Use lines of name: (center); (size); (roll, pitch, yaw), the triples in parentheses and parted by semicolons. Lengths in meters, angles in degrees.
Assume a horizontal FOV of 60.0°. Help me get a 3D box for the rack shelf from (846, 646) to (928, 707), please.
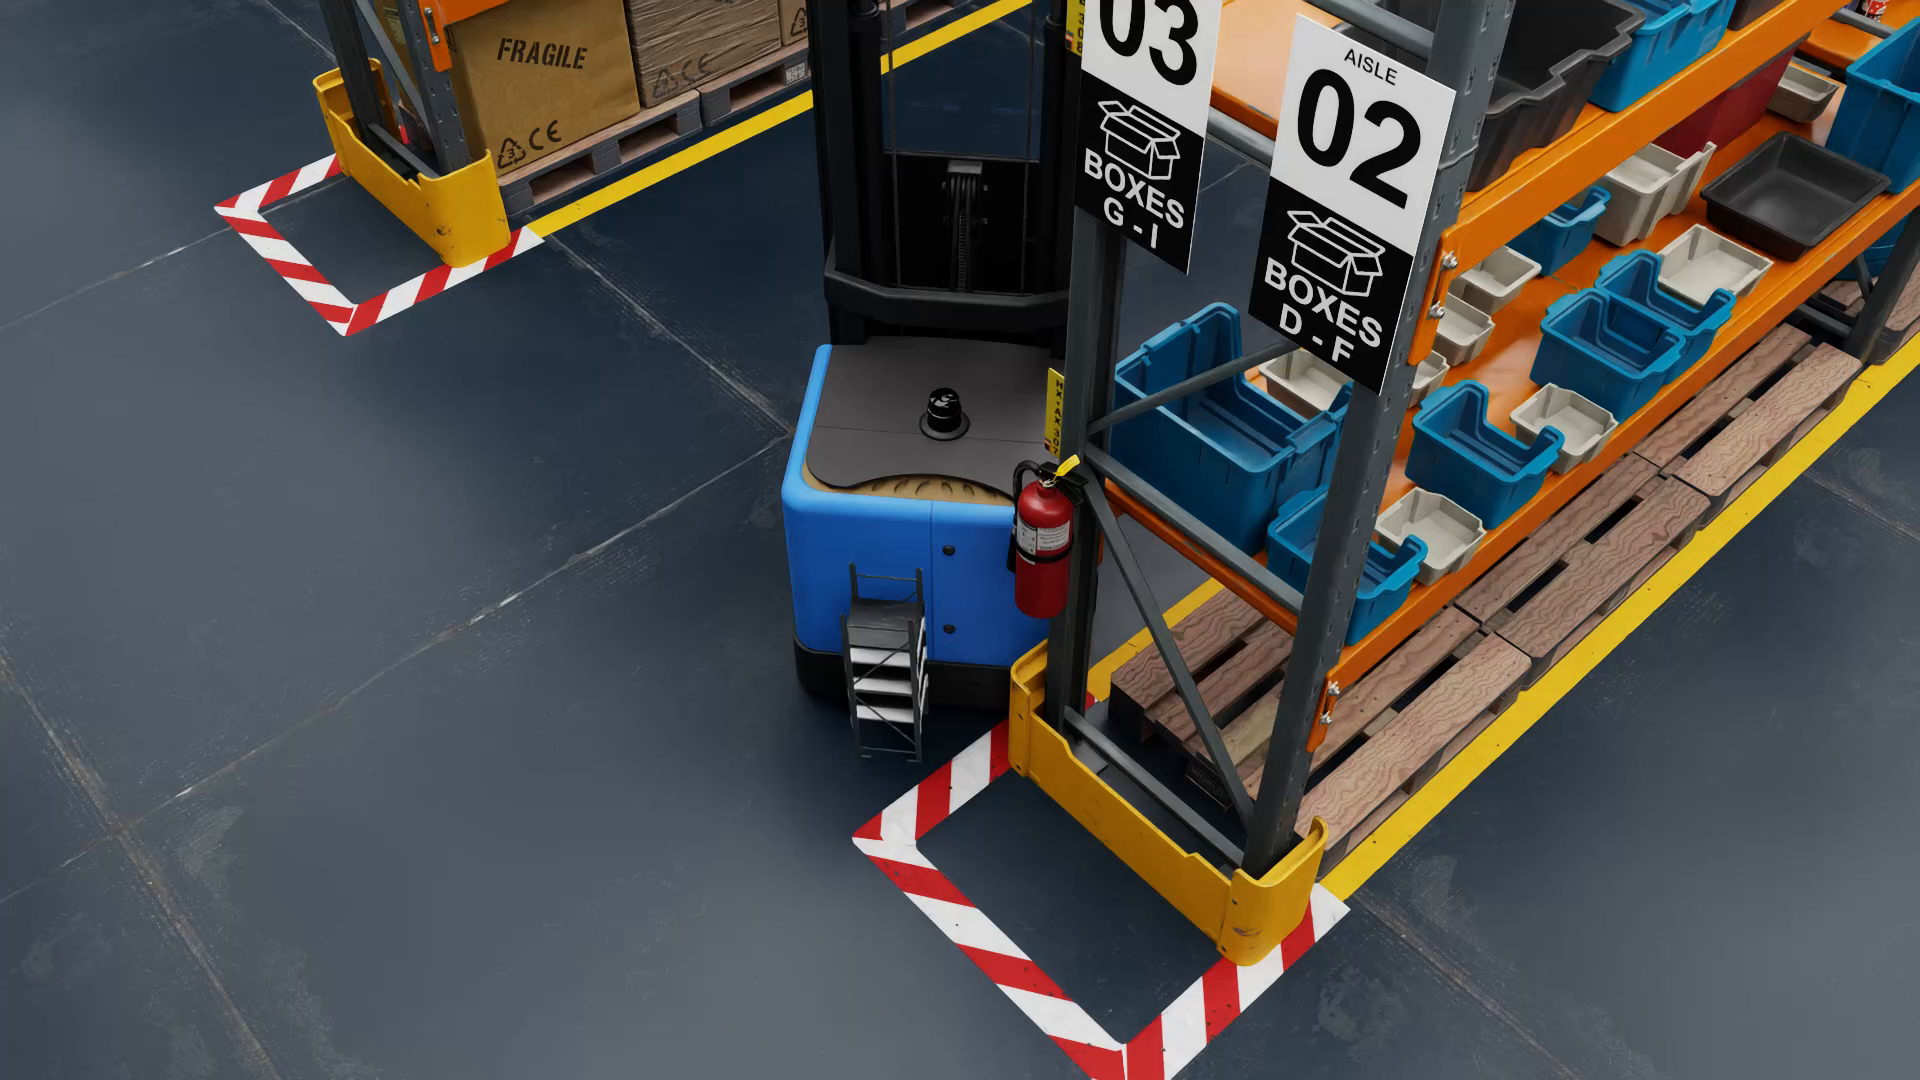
rack shelf: (-0.250, 0.460, 5.747); (0.258, 0.077, 0.200); (5, 53, 4)

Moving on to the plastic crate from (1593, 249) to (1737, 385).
plastic crate: (2.275, -0.724, 5.450); (0.300, 0.233, 0.416); (-34, 56, -27)

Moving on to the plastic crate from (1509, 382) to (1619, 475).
plastic crate: (1.874, -0.341, 5.162); (0.298, 0.136, 0.250); (-34, 56, -27)

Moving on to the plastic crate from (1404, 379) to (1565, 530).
plastic crate: (1.566, -0.250, 5.013); (0.300, 0.233, 0.416); (-34, 56, -27)

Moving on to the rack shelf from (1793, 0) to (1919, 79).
rack shelf: (5.114, -2.741, 7.727); (4.000, 0.370, 1.077); (-34, 56, -27)

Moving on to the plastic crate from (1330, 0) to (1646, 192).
plastic crate: (1.147, -1.030, 3.707); (0.590, 0.269, 0.497); (-34, 56, -27)

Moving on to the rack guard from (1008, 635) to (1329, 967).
rack guard: (0.666, 0.848, 5.627); (0.348, 0.500, 1.175); (-34, 56, -27)

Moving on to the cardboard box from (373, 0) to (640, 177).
cardboard box: (-2.237, -2.493, 8.170); (0.875, 0.875, 0.875); (-34, 56, -27)

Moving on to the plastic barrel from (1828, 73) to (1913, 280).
plastic barrel: (4.048, -1.686, 7.407); (0.708, 0.901, 0.600); (-34, 56, -27)

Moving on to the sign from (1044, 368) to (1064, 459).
sign: (0.293, -0.365, 4.934); (0.005, 0.325, 0.100); (-34, 56, -27)

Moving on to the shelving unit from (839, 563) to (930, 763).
shelving unit: (-0.250, 0.440, 5.721); (0.258, 0.900, 0.210); (5, 53, 4)

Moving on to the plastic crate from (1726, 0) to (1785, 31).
plastic crate: (1.990, -1.620, 4.205); (0.767, 0.338, 0.504); (-34, 56, -27)

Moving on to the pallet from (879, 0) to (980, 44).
pallet: (-0.313, -3.410, 9.753); (1.213, 0.211, 1.003); (-34, 56, -27)

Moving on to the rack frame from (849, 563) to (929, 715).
rack frame: (-0.239, 0.359, 5.782); (0.240, 0.900, 0.006); (5, 53, 4)

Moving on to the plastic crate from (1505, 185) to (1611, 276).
plastic crate: (2.022, -1.137, 5.831); (0.300, 0.233, 0.416); (-34, 56, -27)

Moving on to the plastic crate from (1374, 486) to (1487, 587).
plastic crate: (1.372, -0.006, 4.853); (0.298, 0.136, 0.250); (-34, 56, -27)

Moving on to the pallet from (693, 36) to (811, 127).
pallet: (-1.216, -2.804, 9.193); (1.213, 0.211, 1.003); (-34, 56, -27)

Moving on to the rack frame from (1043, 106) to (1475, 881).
rack frame: (0.675, -0.018, 4.726); (0.127, 3.000, 1.000); (-34, 56, -27)

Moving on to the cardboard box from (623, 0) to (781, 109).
cardboard box: (-1.564, -2.943, 8.585); (0.875, 0.875, 0.875); (-34, 56, -27)

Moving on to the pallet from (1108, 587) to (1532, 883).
pallet: (1.311, 0.541, 6.107); (1.213, 0.211, 1.003); (-34, 56, -27)

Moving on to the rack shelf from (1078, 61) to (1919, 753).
rack shelf: (2.155, -0.763, 5.903); (4.000, 0.370, 1.077); (-34, 56, -27)

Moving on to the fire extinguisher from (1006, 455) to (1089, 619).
fire extinguisher: (0.258, -0.038, 5.050); (0.183, 0.674, 0.296); (-34, 56, -27)

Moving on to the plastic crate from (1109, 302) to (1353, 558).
plastic crate: (0.797, -0.318, 4.937); (0.499, 0.435, 0.616); (-34, 56, -27)

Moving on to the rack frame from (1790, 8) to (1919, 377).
rack frame: (3.634, -1.996, 6.551); (0.127, 3.000, 1.000); (-34, 56, -27)

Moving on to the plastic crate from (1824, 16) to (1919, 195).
plastic crate: (3.518, -1.595, 6.150); (0.575, 0.384, 0.392); (-34, 56, -27)

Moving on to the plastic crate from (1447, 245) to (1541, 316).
plastic crate: (1.777, -0.894, 5.672); (0.250, 0.136, 0.298); (-34, 56, -27)

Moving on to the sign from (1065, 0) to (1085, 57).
sign: (0.293, -1.291, 3.930); (0.005, 0.325, 0.100); (-34, 56, -27)

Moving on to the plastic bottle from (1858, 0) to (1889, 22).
plastic bottle: (3.806, -2.241, 6.912); (0.097, 0.201, 0.097); (0, 47, 0)

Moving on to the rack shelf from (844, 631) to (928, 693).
rack shelf: (-0.251, 0.405, 5.675); (0.258, 0.077, 0.200); (5, 53, 4)

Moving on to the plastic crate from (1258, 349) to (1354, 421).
plastic crate: (1.156, -0.451, 5.264); (0.243, 0.136, 0.396); (-34, 56, -27)

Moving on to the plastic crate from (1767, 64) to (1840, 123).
plastic crate: (3.194, -1.774, 6.485); (0.243, 0.136, 0.396); (-34, 56, -27)

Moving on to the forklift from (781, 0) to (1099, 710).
forklift: (0.068, -1.451, 6.094); (1.130, 2.935, 3.031); (5, 47, 4)

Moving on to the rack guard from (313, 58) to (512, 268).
rack guard: (-2.675, -1.852, 8.119); (0.348, 0.500, 1.175); (-34, 56, -27)

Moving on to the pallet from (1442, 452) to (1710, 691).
pallet: (2.213, -0.059, 6.661); (1.213, 0.211, 1.003); (-34, 56, -27)

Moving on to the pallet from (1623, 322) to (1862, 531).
pallet: (3.116, -0.666, 7.221); (1.213, 0.211, 1.003); (-34, 56, -27)

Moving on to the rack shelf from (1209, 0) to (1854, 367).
rack shelf: (2.155, -1.780, 4.800); (4.000, 0.370, 1.077); (-34, 56, -27)

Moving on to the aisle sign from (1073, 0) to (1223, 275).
aisle sign: (0.425, -1.023, 3.885); (0.004, 0.787, 0.394); (-34, 56, -27)

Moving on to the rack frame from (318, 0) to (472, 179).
rack frame: (-2.657, -2.711, 7.211); (0.127, 3.000, 1.000); (-34, 56, -27)

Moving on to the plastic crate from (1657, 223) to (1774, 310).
plastic crate: (2.548, -0.902, 5.680); (0.466, 0.136, 0.293); (-34, 56, -27)

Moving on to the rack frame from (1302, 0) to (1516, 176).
rack frame: (0.675, -2.053, 2.521); (0.127, 3.000, 1.000); (-34, 56, -27)

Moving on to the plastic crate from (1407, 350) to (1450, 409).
plastic crate: (1.381, -0.586, 5.388); (0.243, 0.136, 0.396); (-34, 56, -27)

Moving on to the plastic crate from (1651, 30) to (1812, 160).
plastic crate: (2.805, -1.733, 6.224); (0.583, 0.464, 0.402); (-34, 56, -27)

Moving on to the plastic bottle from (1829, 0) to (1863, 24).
plastic bottle: (3.709, -2.324, 6.938); (0.135, 0.276, 0.152); (-34, 56, -27)

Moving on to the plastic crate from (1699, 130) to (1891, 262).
plastic crate: (2.987, -1.223, 5.984); (0.590, 0.125, 0.437); (-34, 56, -27)

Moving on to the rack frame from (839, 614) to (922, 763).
rack frame: (-0.261, 0.520, 5.660); (0.240, 0.900, 0.006); (5, 53, 4)

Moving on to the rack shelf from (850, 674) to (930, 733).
rack shelf: (-0.248, 0.569, 5.890); (0.258, 0.077, 0.200); (5, 53, 4)

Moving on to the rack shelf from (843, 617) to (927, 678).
rack shelf: (-0.252, 0.351, 5.604); (0.258, 0.077, 0.200); (5, 53, 4)

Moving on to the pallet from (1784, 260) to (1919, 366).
pallet: (4.233, -1.409, 7.907); (1.213, 0.211, 1.003); (-34, 56, -27)

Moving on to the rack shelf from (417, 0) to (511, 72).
rack shelf: (-1.177, -3.456, 8.388); (4.000, 0.370, 1.077); (-34, 56, -27)

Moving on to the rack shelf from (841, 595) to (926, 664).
rack shelf: (-0.253, 0.296, 5.532); (0.258, 0.077, 0.200); (5, 53, 4)

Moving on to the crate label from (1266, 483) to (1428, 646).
crate label: (1.079, 0.075, 4.713); (0.303, 0.233, 0.416); (-34, 56, -27)

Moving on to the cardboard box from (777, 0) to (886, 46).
cardboard box: (-0.906, -3.383, 8.991); (0.875, 0.875, 0.875); (-34, 56, -27)

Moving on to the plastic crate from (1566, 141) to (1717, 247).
plastic crate: (2.381, -1.321, 5.968); (0.530, 0.282, 0.437); (-34, 56, -27)

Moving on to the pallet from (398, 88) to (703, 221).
pallet: (-2.118, -2.204, 8.640); (1.213, 0.211, 1.003); (-34, 56, -27)

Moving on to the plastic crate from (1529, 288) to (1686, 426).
plastic crate: (2.053, -0.576, 5.313); (0.300, 0.233, 0.416); (-34, 56, -27)

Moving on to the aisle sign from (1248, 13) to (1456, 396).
aisle sign: (0.821, -0.703, 3.589); (0.004, 0.787, 0.394); (-34, 56, -27)

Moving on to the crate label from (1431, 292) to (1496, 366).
crate label: (1.570, -0.737, 5.528); (0.243, 0.136, 0.396); (-34, 56, -27)

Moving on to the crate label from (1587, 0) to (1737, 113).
crate label: (1.575, -1.265, 3.937); (0.502, 0.251, 0.408); (-34, 56, -27)

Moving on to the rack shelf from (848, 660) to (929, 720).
rack shelf: (-0.249, 0.514, 5.819); (0.258, 0.077, 0.200); (5, 53, 4)
